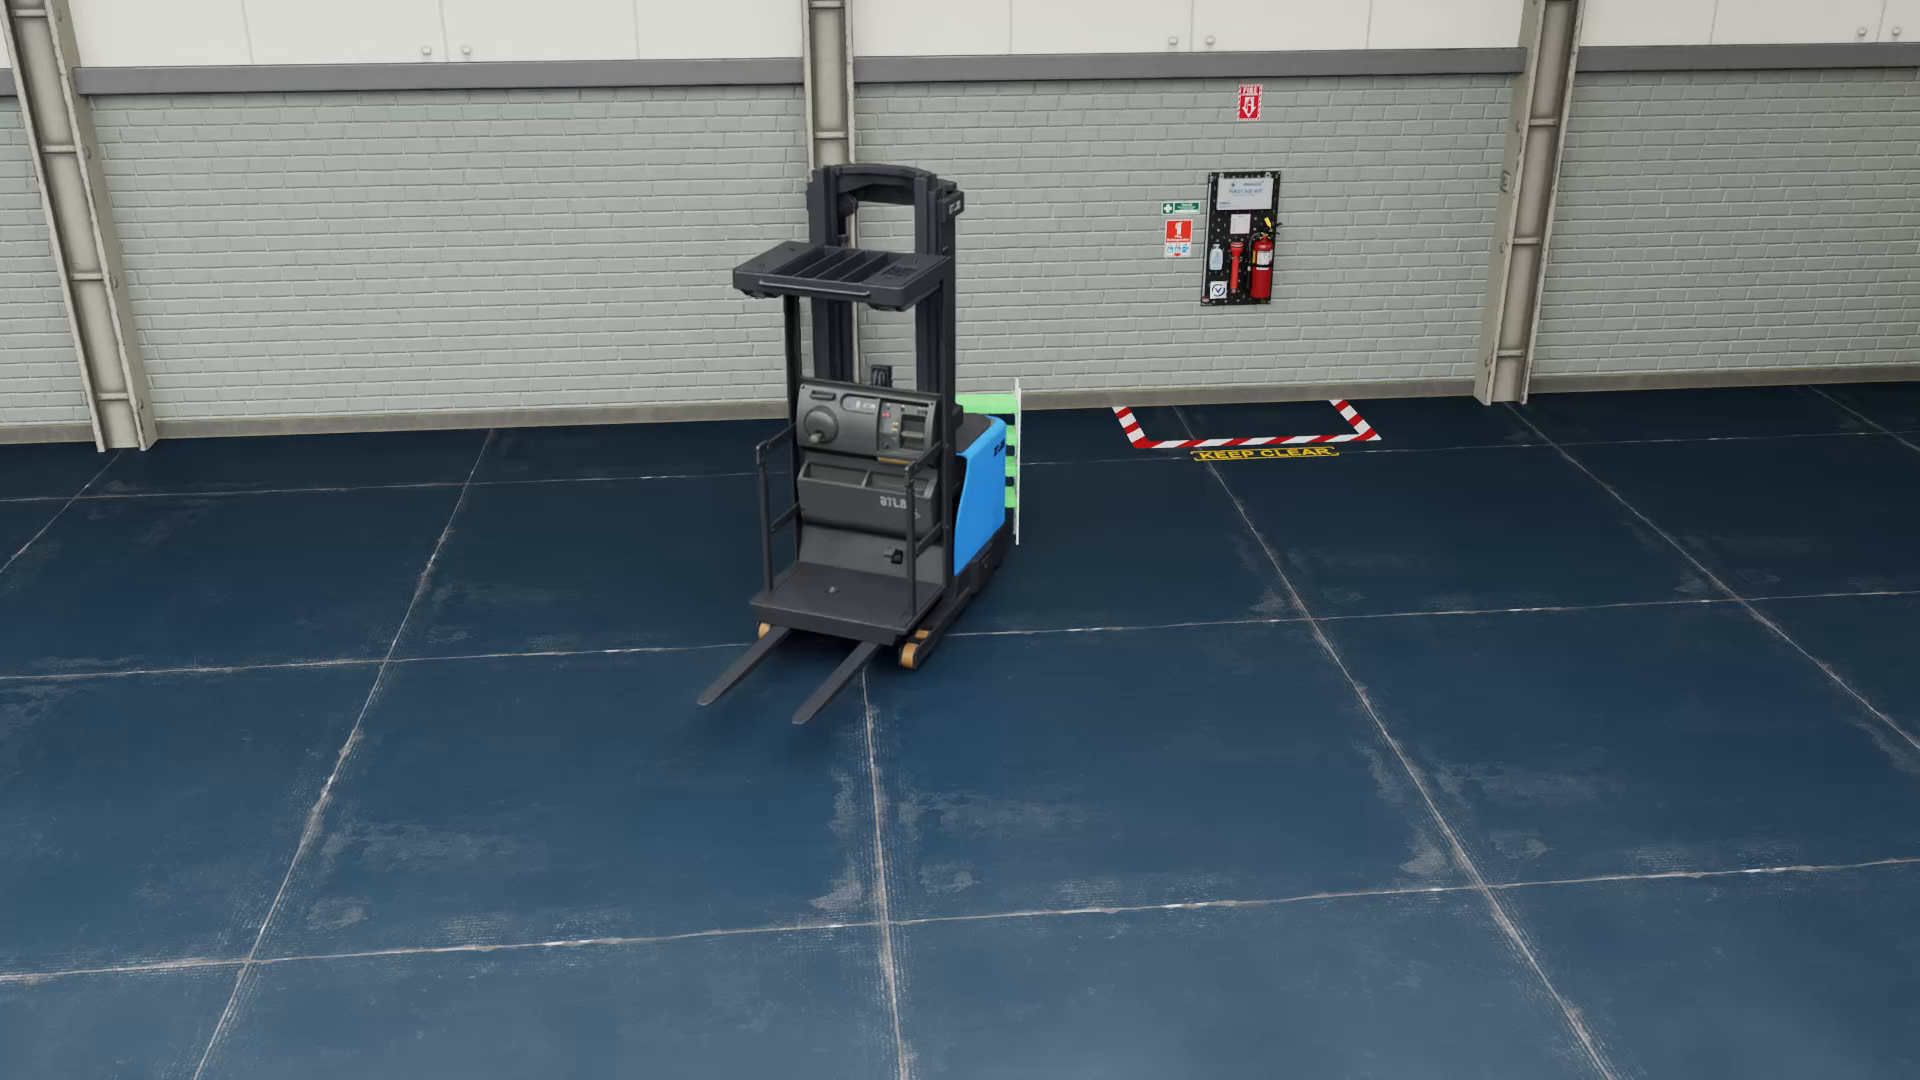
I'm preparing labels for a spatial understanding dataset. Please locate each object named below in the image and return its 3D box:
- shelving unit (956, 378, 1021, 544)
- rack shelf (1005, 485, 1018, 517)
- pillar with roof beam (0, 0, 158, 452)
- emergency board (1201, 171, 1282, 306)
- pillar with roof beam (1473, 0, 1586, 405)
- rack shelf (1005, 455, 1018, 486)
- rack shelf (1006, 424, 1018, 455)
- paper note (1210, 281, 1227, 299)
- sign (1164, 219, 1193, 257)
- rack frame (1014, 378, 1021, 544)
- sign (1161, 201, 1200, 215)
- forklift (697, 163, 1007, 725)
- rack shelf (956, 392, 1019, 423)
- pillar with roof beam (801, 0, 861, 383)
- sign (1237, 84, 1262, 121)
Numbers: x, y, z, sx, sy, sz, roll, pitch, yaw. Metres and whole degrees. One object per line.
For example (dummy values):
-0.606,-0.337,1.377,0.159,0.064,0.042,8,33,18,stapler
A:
0.170,-0.560,12.033,0.503,1.200,0.258,-1,24,-3,shelving unit
0.170,-0.282,12.156,0.480,0.148,0.258,-1,24,-3,rack shelf
-6.608,-3.178,8.321,0.400,9.000,9.100,-2,24,-5,pillar with roof beam
2.448,-2.573,14.345,0.643,1.169,0.194,-2,24,-5,emergency board
5.334,-3.657,9.399,0.400,9.000,9.100,-2,24,-5,pillar with roof beam
0.170,-0.502,12.059,0.480,0.148,0.258,-1,24,-3,rack shelf
0.170,-0.721,11.961,0.480,0.148,0.258,-1,24,-3,rack shelf
2.265,-2.191,14.571,0.142,0.148,0.016,-2,24,-5,paper note
1.888,-2.609,14.382,0.234,0.329,0.001,-2,24,-5,sign
0.414,-0.565,12.045,0.015,1.200,0.240,-1,24,-3,rack frame
1.893,-2.847,14.267,0.331,0.109,0.001,-2,24,-5,sign
-0.666,-0.720,10.261,1.130,2.935,3.031,9,25,19,forklift
0.170,-0.940,11.864,0.480,0.148,0.258,-1,24,-3,rack shelf
-0.637,-3.418,8.860,0.400,9.000,9.100,-2,24,-5,pillar with roof beam
2.430,-3.672,13.964,0.199,0.298,0.001,-2,24,-5,sign
